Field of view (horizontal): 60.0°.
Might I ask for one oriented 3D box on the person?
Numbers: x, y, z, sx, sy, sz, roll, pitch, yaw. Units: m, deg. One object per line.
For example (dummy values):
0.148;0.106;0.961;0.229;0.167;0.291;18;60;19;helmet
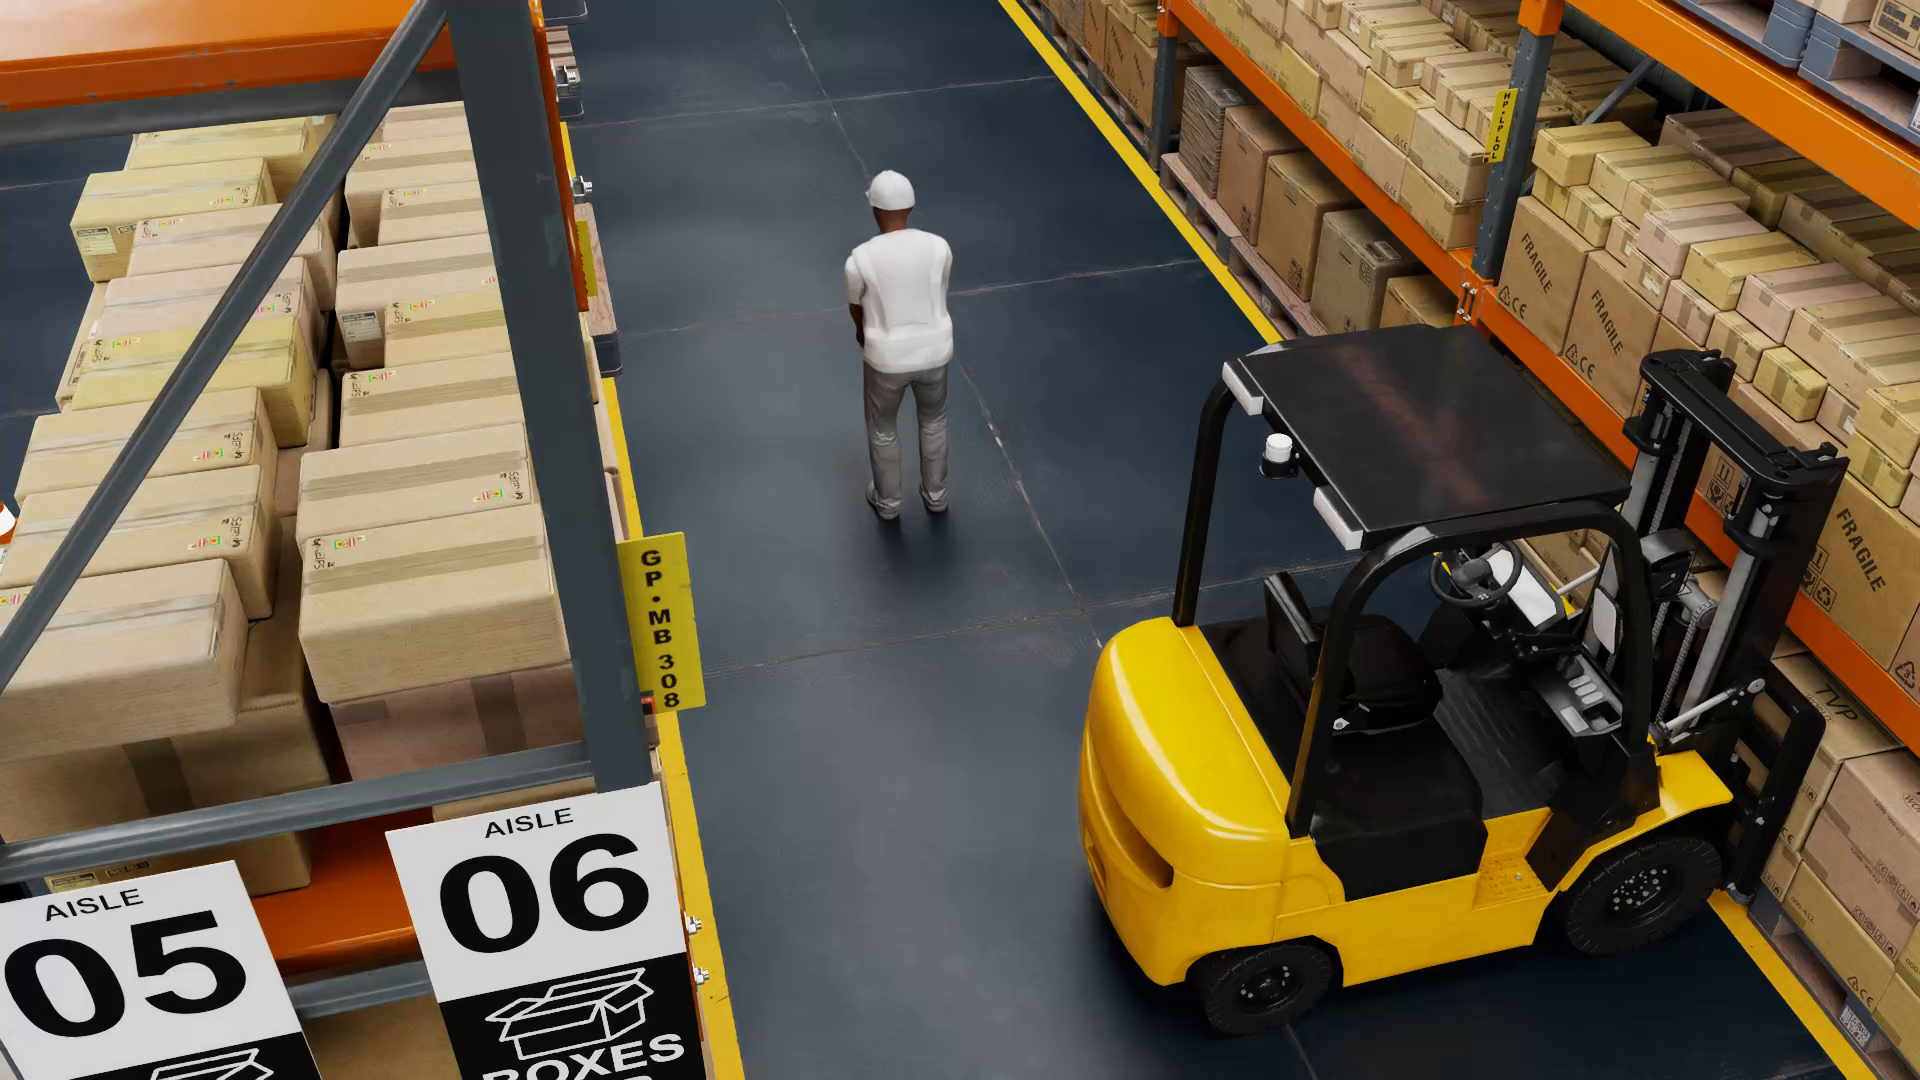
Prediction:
-0.289;-1.238;7.662;0.471;0.960;0.590;-10;39;-13;person
